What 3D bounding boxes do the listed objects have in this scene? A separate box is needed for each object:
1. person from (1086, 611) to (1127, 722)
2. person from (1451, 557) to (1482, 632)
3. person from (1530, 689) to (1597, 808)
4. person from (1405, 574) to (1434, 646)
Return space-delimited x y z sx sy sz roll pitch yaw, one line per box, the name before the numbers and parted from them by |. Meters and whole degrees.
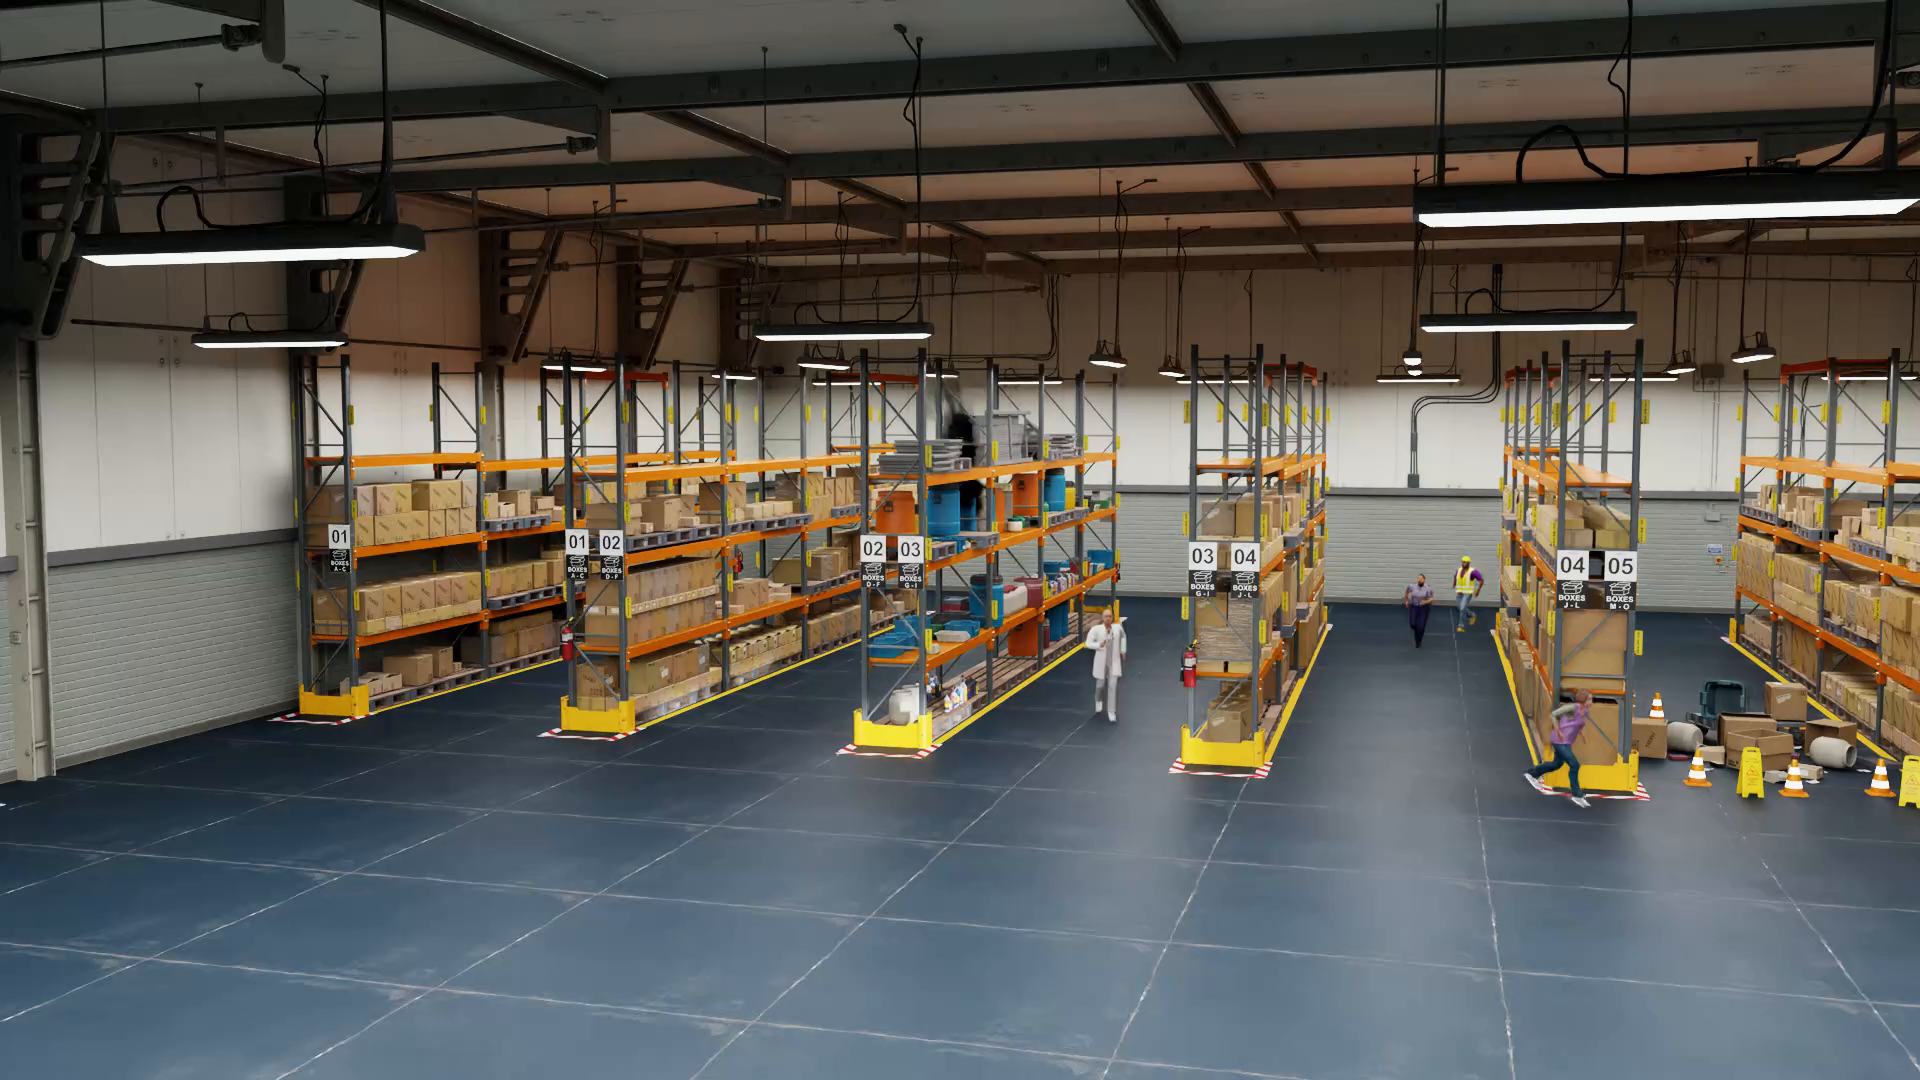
person | 2.416 2.040 27.377 0.718 1.765 1.004 0 4 -4
person | 11.728 1.255 38.618 0.694 1.747 0.739 -3 5 -35
person | 7.765 2.652 21.456 0.559 1.548 0.897 -3 5 -35
person | 9.873 1.526 35.794 0.643 1.581 0.674 2 5 22
